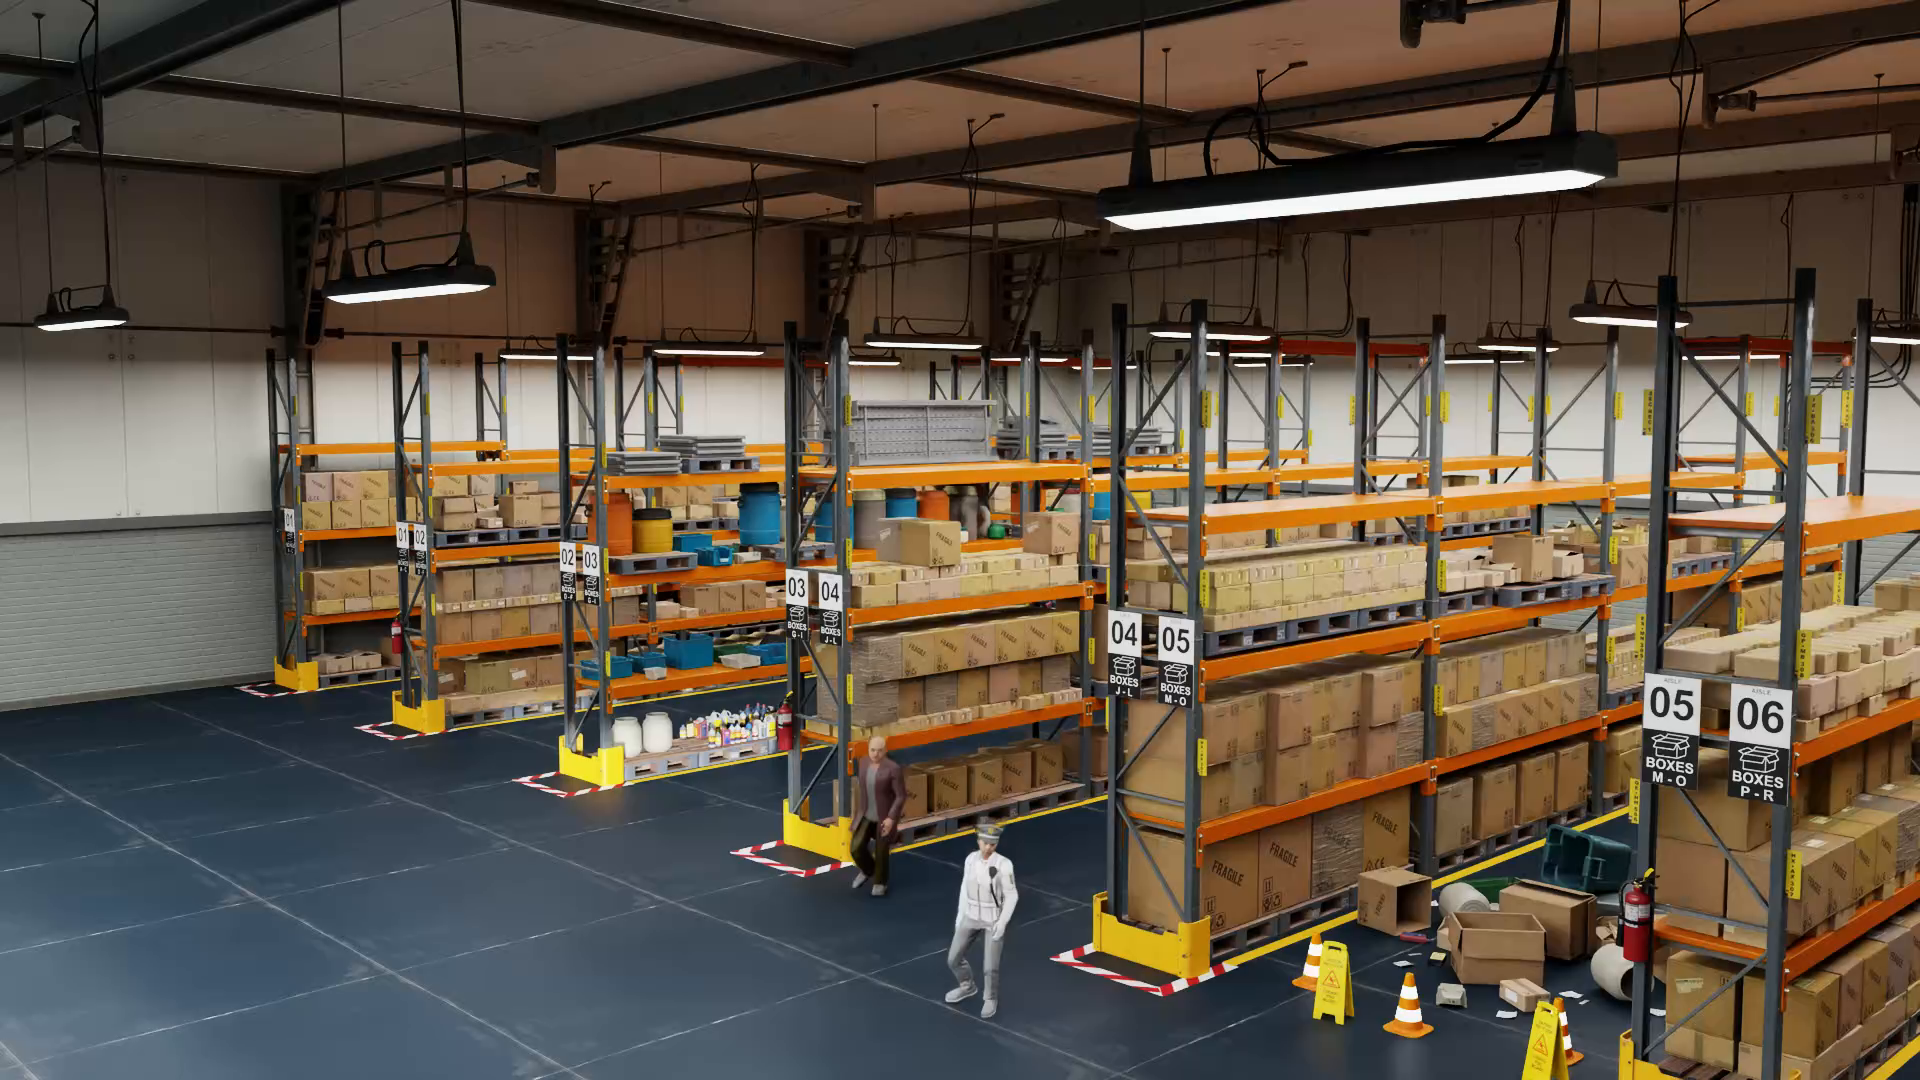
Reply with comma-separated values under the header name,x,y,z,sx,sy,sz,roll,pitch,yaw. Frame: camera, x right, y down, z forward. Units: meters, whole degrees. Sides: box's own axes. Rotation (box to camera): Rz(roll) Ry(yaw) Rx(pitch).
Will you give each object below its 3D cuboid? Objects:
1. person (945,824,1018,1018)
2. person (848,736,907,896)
name,x,y,z,sx,sy,sz,roll,pitch,yaw
person,0.148,3.164,13.802,0.712,1.662,0.562,2,5,23
person,-0.825,2.828,17.020,0.686,1.724,0.725,2,5,21
